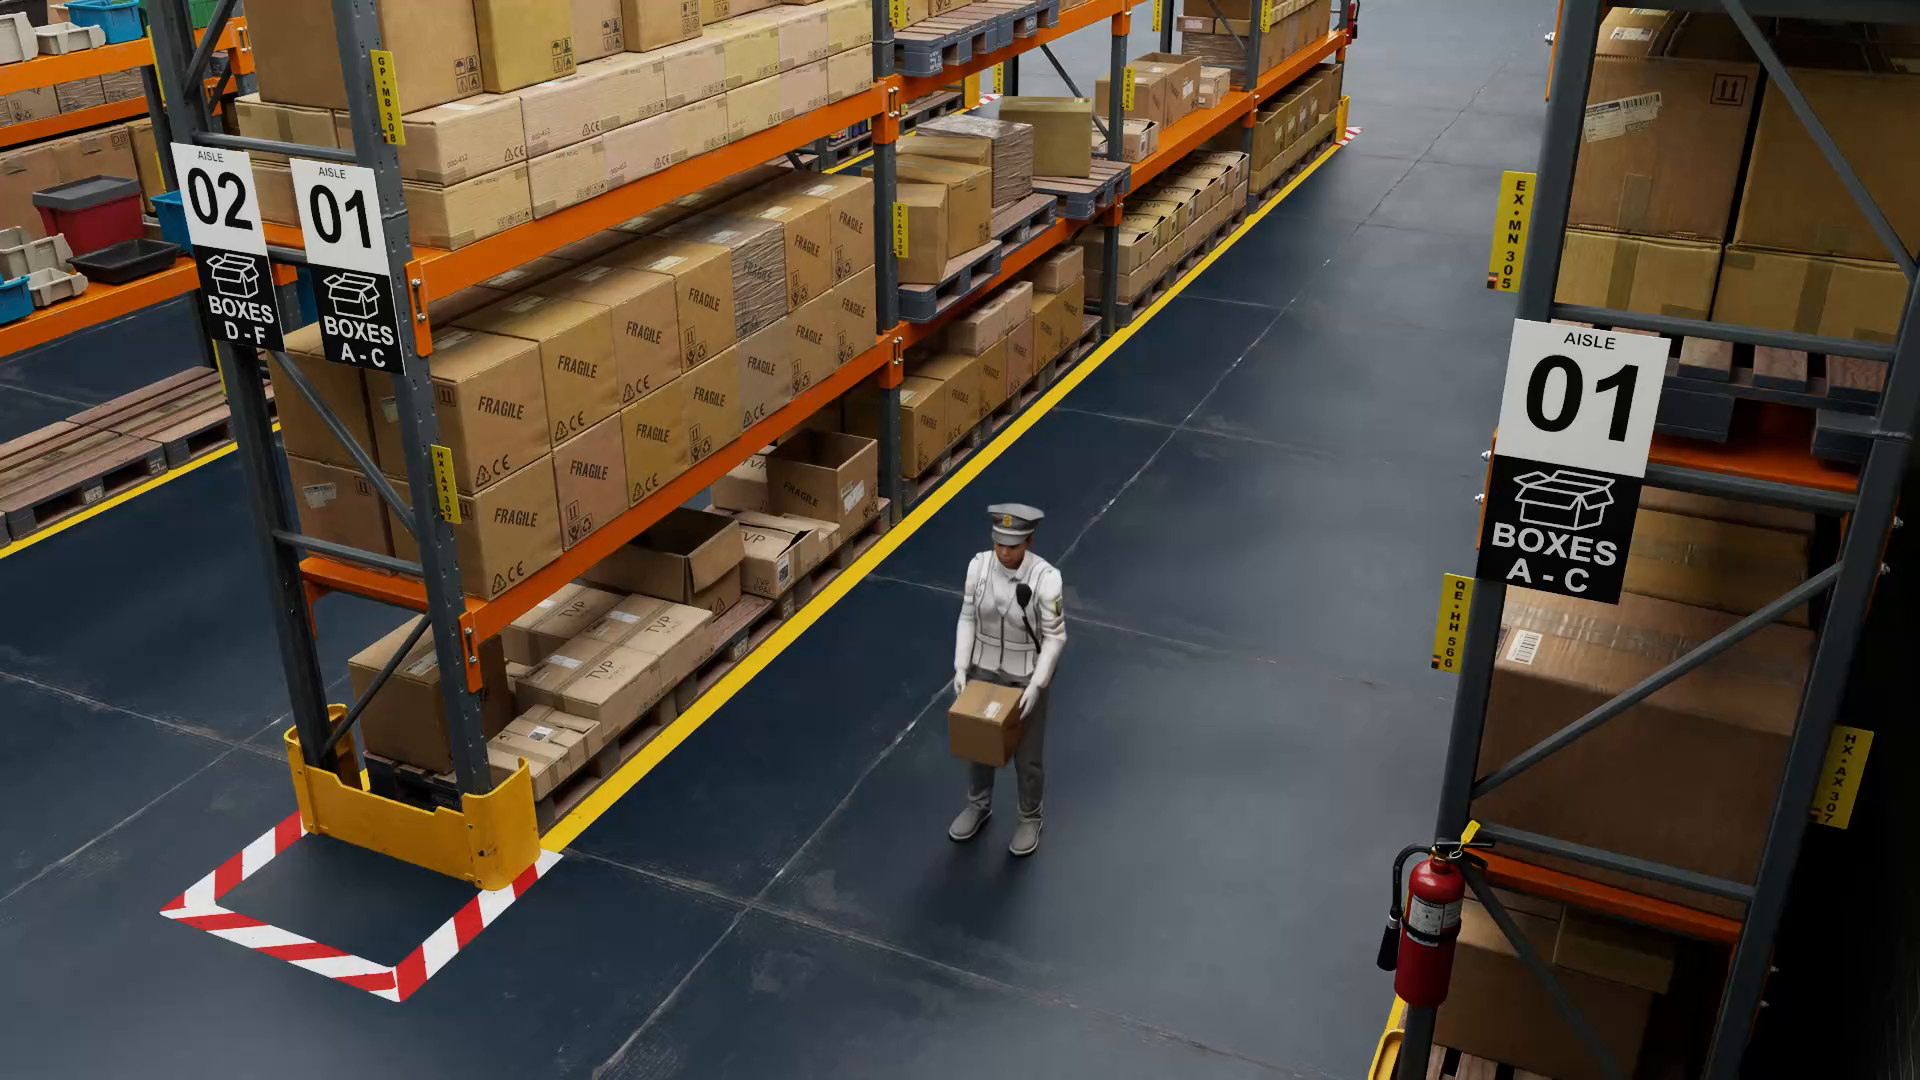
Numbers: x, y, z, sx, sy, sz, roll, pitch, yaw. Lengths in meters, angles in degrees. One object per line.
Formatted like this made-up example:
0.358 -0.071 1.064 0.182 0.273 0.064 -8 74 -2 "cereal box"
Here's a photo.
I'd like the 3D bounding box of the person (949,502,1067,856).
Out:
0.212 0.606 7.361 0.501 1.682 0.398 11 28 21 "person"
